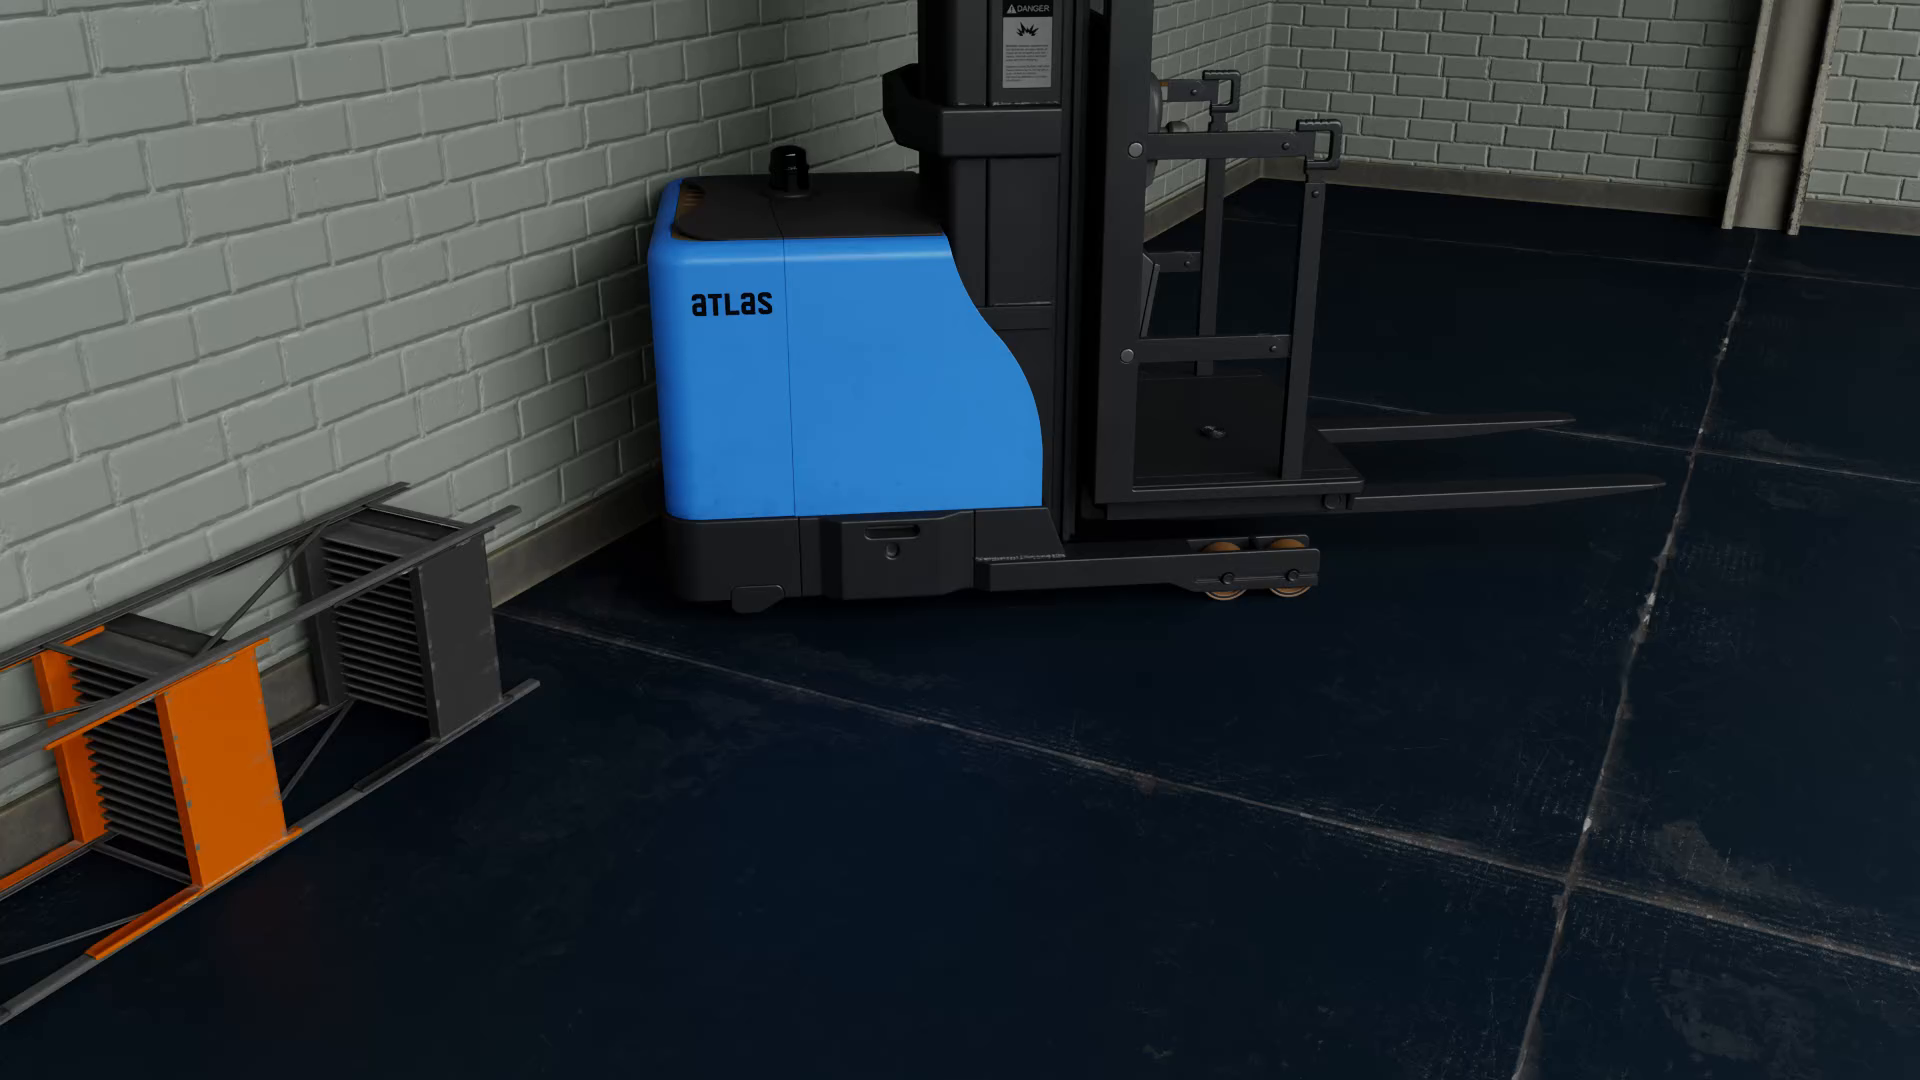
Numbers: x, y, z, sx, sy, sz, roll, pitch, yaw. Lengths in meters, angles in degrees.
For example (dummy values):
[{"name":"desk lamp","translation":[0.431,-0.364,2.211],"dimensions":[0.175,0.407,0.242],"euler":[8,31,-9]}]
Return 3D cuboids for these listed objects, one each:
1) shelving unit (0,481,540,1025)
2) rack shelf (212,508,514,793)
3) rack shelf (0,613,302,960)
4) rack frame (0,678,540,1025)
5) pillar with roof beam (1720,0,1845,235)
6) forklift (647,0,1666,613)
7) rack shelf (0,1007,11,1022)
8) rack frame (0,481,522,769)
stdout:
[{"name":"shelving unit","translation":[-1.748,0.473,3.470],"dimensions":[0.431,0.503,2.100],"euler":[11,25,24]},{"name":"rack shelf","translation":[-1.440,0.239,4.037],"dimensions":[0.431,0.480,0.518],"euler":[11,25,24]},{"name":"rack shelf","translation":[-1.754,0.478,3.459],"dimensions":[0.431,0.480,0.518],"euler":[11,25,24]},{"name":"rack frame","translation":[-1.749,0.698,3.564],"dimensions":[0.400,0.015,2.100],"euler":[11,25,24]},{"name":"pillar with roof beam","translation":[2.600,-4.419,4.142],"dimensions":[0.400,9.000,9.100],"euler":[11,25,25]},{"name":"forklift","translation":[0.621,-1.377,4.742],"dimensions":[3.031,2.935,1.130],"euler":[-3,23,-6]},{"name":"rack shelf","translation":[-2.068,0.717,2.881],"dimensions":[0.431,0.480,0.518],"euler":[11,25,24]},{"name":"rack frame","translation":[-1.747,0.248,3.376],"dimensions":[0.400,0.015,2.100],"euler":[11,25,24]}]
